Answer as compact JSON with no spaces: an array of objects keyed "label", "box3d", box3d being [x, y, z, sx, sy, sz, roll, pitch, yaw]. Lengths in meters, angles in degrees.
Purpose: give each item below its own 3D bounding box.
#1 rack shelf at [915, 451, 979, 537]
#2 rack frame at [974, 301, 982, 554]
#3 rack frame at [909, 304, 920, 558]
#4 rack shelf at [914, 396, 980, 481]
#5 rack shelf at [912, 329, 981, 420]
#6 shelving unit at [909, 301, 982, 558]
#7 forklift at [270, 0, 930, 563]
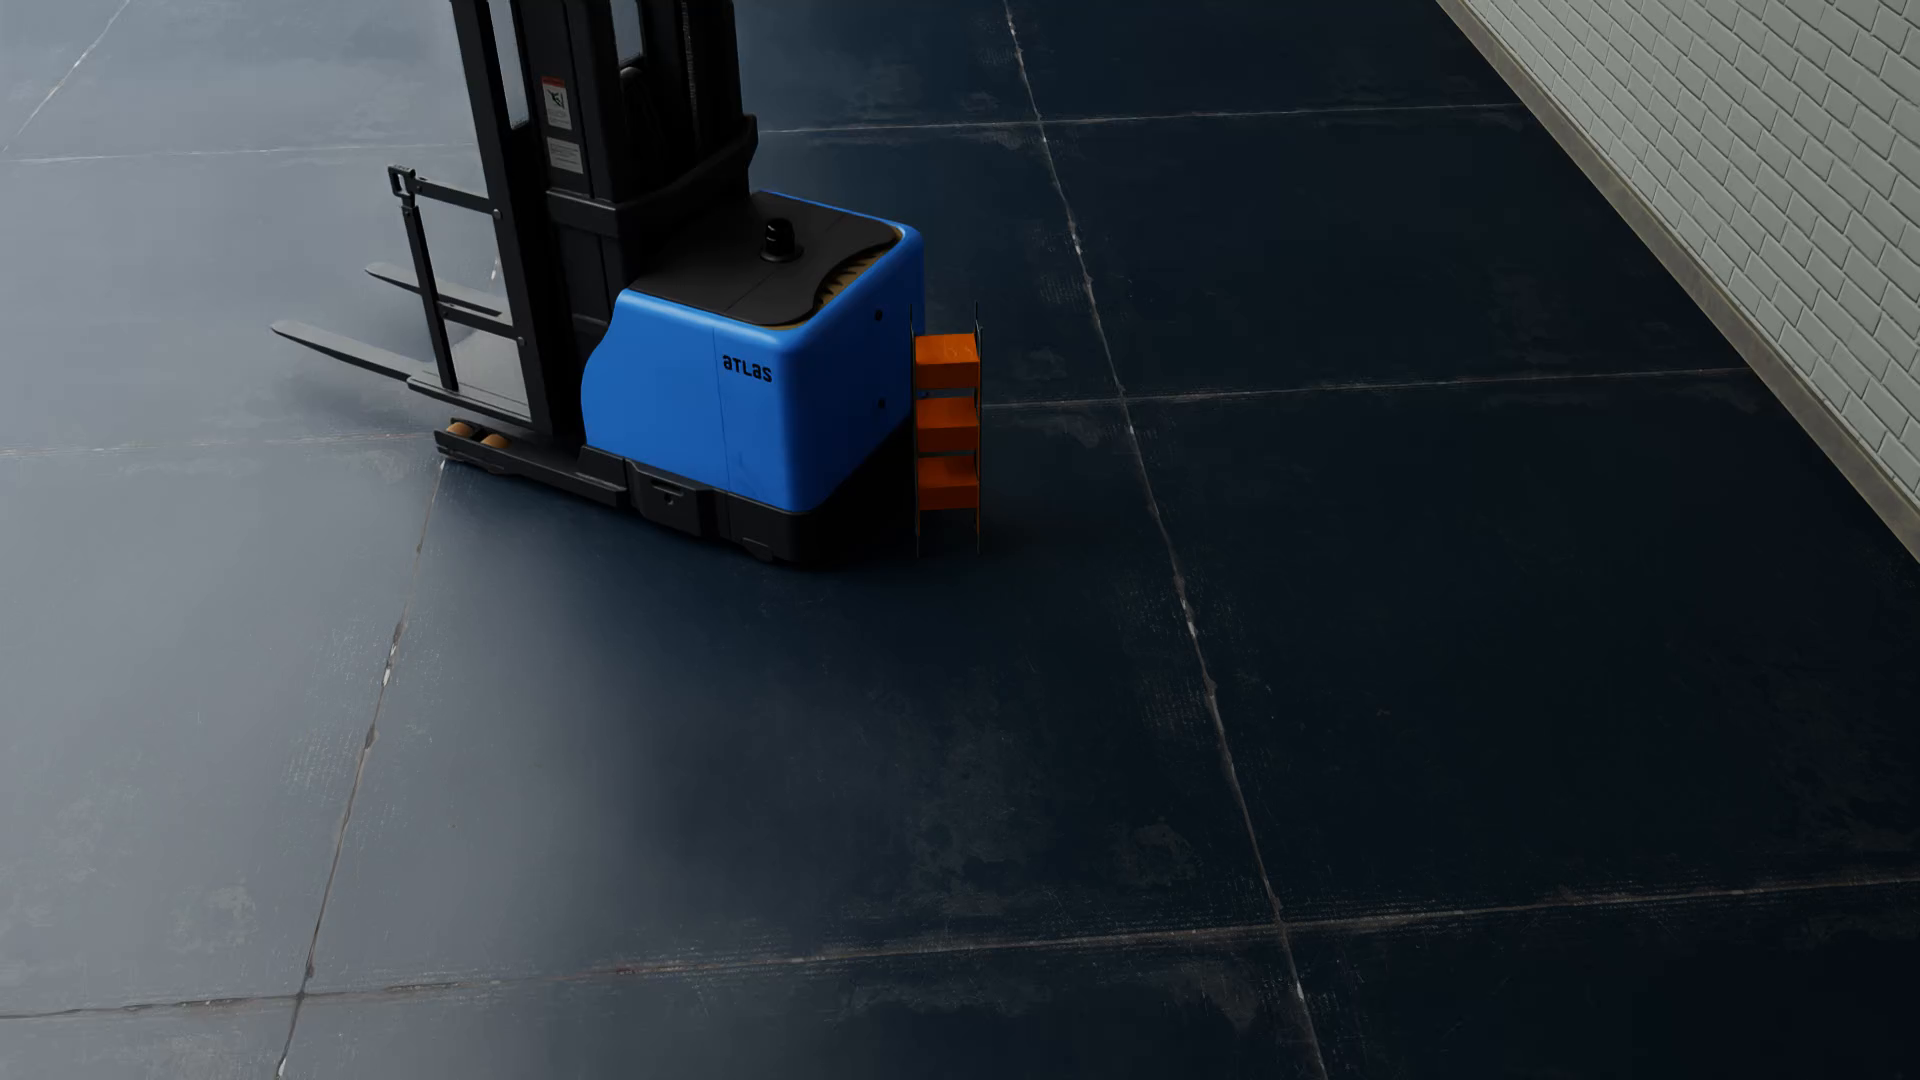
[{"label":"rack shelf","box3d":[-0.053,-0.183,6.600,0.240,0.259,0.215,-3,38,-4]},{"label":"rack frame","box3d":[0.068,-0.416,6.430,0.008,1.050,0.200,-3,38,-4]},{"label":"rack frame","box3d":[-0.175,-0.403,6.413,0.008,1.050,0.200,-3,38,-4]},{"label":"rack shelf","box3d":[-0.053,-0.401,6.428,0.240,0.259,0.215,-3,38,-4]},{"label":"rack shelf","box3d":[-0.053,-0.624,6.252,0.240,0.259,0.215,-3,38,-4]},{"label":"shelving unit","box3d":[-0.053,-0.409,6.421,0.252,1.050,0.215,-3,38,-4]},{"label":"forklift","box3d":[-1.674,-1.703,6.543,3.031,2.935,1.130,18,42,21]}]
